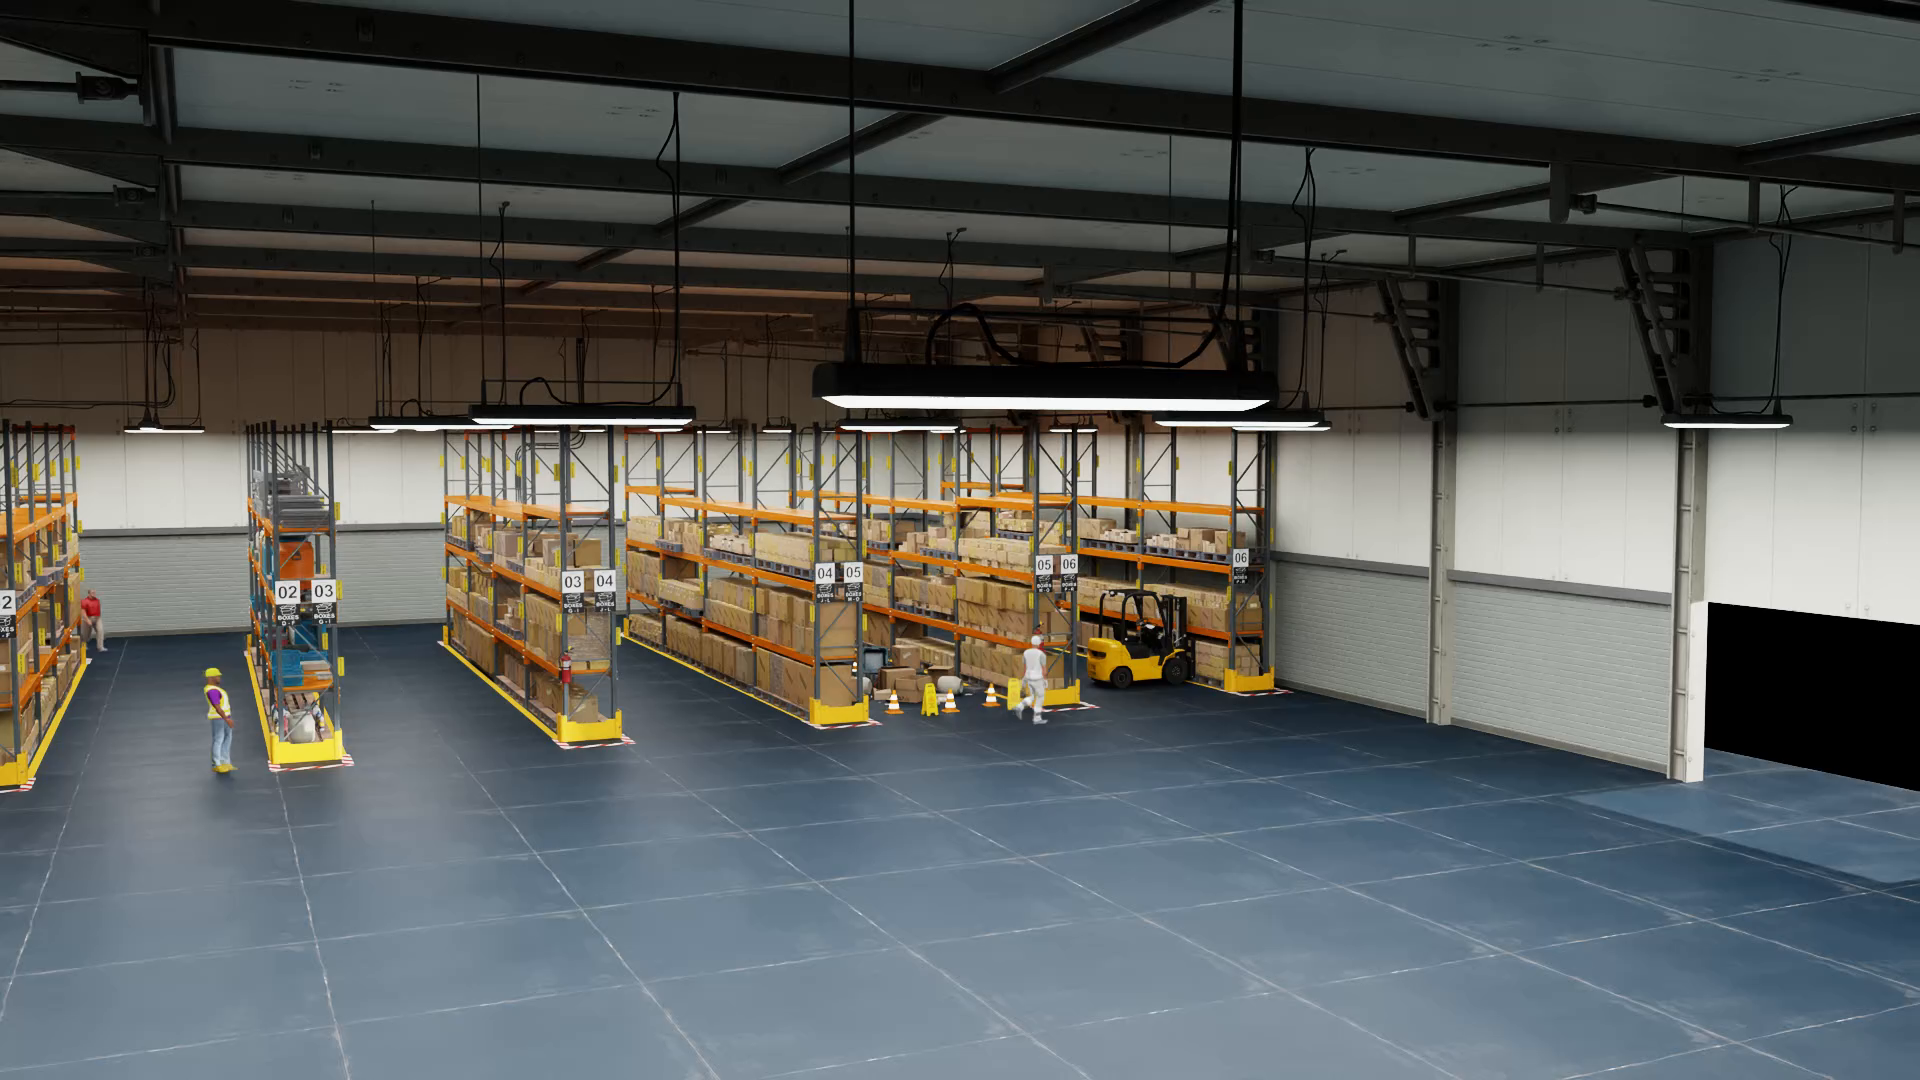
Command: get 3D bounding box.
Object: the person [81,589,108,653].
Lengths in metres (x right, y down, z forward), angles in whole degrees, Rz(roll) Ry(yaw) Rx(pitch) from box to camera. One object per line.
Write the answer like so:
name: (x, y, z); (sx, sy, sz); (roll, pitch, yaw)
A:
person: (-22.945, 2.136, 43.969); (1.028, 1.685, 0.539); (3, 5, 41)

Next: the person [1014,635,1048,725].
person: (1.467, 2.767, 32.904); (0.565, 1.773, 0.530); (-1, 4, -22)

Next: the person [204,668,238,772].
person: (-12.613, 3.082, 28.382); (0.611, 1.808, 0.609); (0, 4, -1)
